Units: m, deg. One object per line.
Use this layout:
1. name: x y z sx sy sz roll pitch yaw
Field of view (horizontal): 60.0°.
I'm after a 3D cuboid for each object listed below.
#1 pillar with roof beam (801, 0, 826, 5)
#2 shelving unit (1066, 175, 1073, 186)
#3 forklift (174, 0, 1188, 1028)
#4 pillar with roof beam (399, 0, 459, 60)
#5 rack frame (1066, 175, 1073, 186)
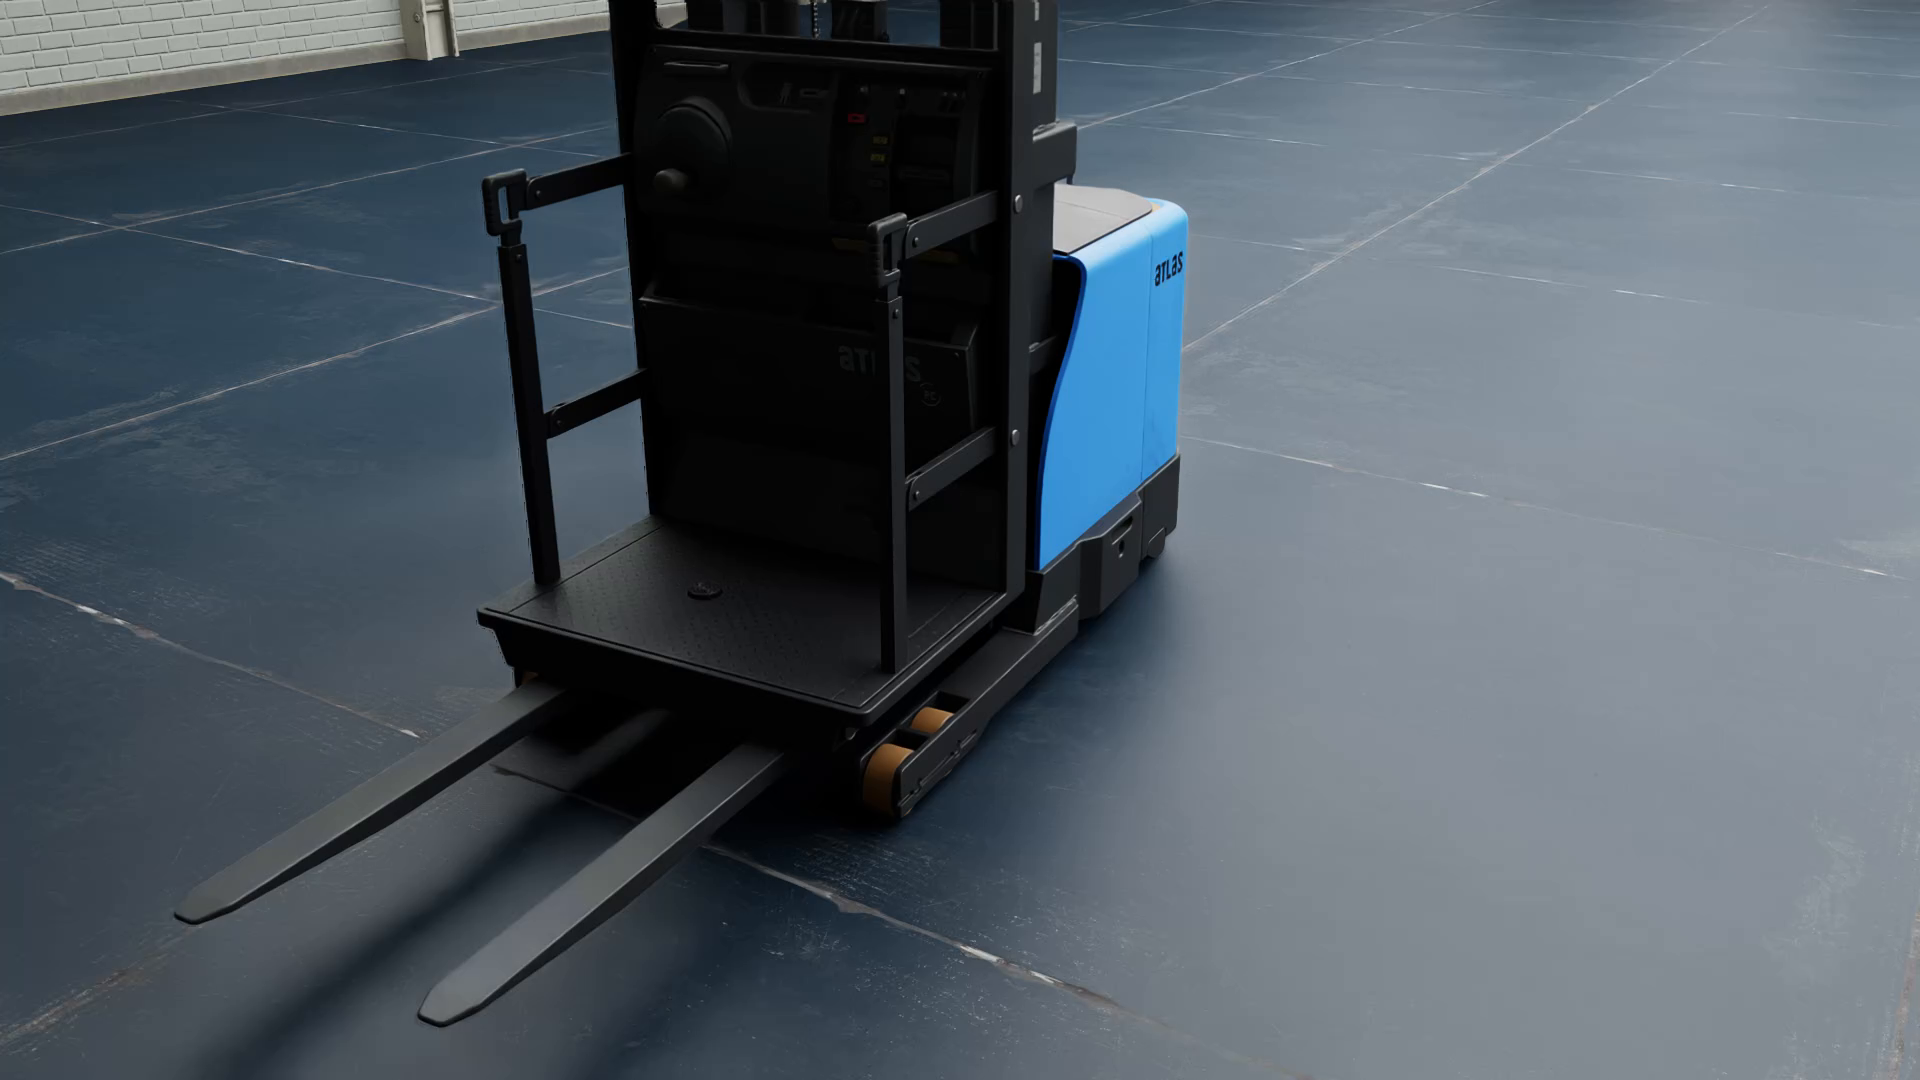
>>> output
1. pillar with roof beam: 1.760 -9.892 16.773 9.100 9.000 0.400 14 27 29
2. shelving unit: 0.205 -0.706 5.371 0.258 1.200 0.189 12 26 25
3. forklift: -0.459 -0.915 3.675 1.130 2.935 3.031 12 26 25
4. pillar with roof beam: -1.405 -7.867 12.095 9.100 9.000 0.400 14 27 29
5. rack frame: 0.248 -0.738 5.445 0.240 1.200 0.006 12 26 25
